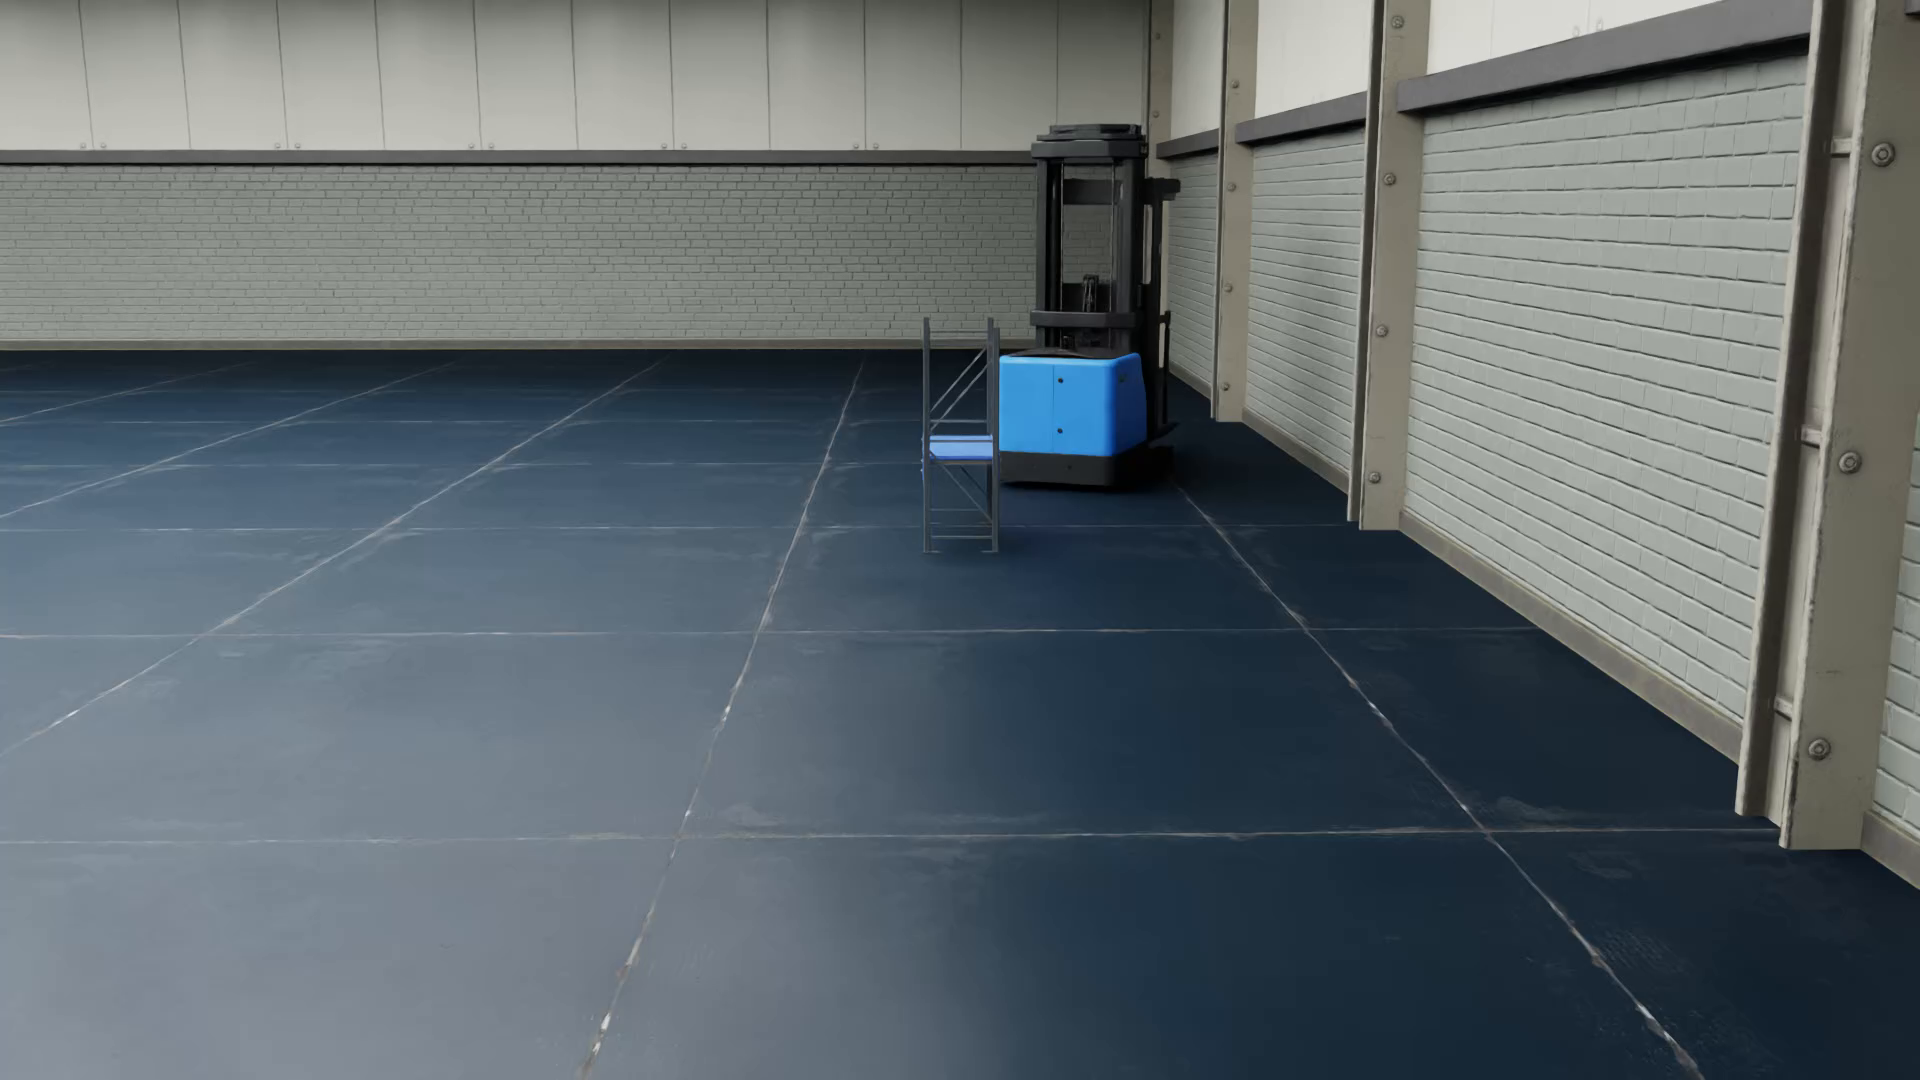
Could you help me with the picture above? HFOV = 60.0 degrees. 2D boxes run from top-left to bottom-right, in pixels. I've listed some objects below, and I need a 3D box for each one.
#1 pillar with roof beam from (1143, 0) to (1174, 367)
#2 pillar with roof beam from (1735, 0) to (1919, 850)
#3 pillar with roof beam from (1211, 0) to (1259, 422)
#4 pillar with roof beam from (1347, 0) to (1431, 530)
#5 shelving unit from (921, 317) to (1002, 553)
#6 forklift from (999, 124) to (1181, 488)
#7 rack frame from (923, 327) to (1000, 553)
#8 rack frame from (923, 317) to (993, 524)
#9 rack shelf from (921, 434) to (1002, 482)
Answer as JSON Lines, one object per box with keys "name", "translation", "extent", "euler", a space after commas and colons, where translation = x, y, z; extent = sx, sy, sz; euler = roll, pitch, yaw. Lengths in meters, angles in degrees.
{"name": "pillar with roof beam", "translation": [-1.533, -6.888, 22.880], "extent": [9.100, 9.000, 0.400], "euler": [0, 11, -1]}
{"name": "pillar with roof beam", "translation": [-1.161, -3.310, 5.243], "extent": [9.100, 9.000, 0.400], "euler": [0, 11, -1]}
{"name": "pillar with roof beam", "translation": [-1.409, -5.696, 17.001], "extent": [9.100, 9.000, 0.400], "euler": [0, 11, -1]}
{"name": "pillar with roof beam", "translation": [-1.285, -4.503, 11.122], "extent": [9.100, 9.000, 0.400], "euler": [0, 11, -1]}
{"name": "shelving unit", "translation": [-0.002, -0.752, 11.494], "extent": [0.538, 1.500, 1.048], "euler": [0, 11, -1]}
{"name": "forklift", "translation": [1.280, -2.112, 14.597], "extent": [1.130, 2.935, 3.031], "euler": [4, 12, 20]}
{"name": "rack frame", "translation": [0.009, -0.651, 10.995], "extent": [0.500, 1.500, 0.032], "euler": [0, 11, -1]}
{"name": "rack frame", "translation": [-0.012, -0.853, 11.992], "extent": [0.500, 1.500, 0.032], "euler": [0, 11, -1]}
{"name": "rack shelf", "translation": [-0.002, -0.576, 11.529], "extent": [0.538, 0.185, 1.000], "euler": [0, 11, -1]}
